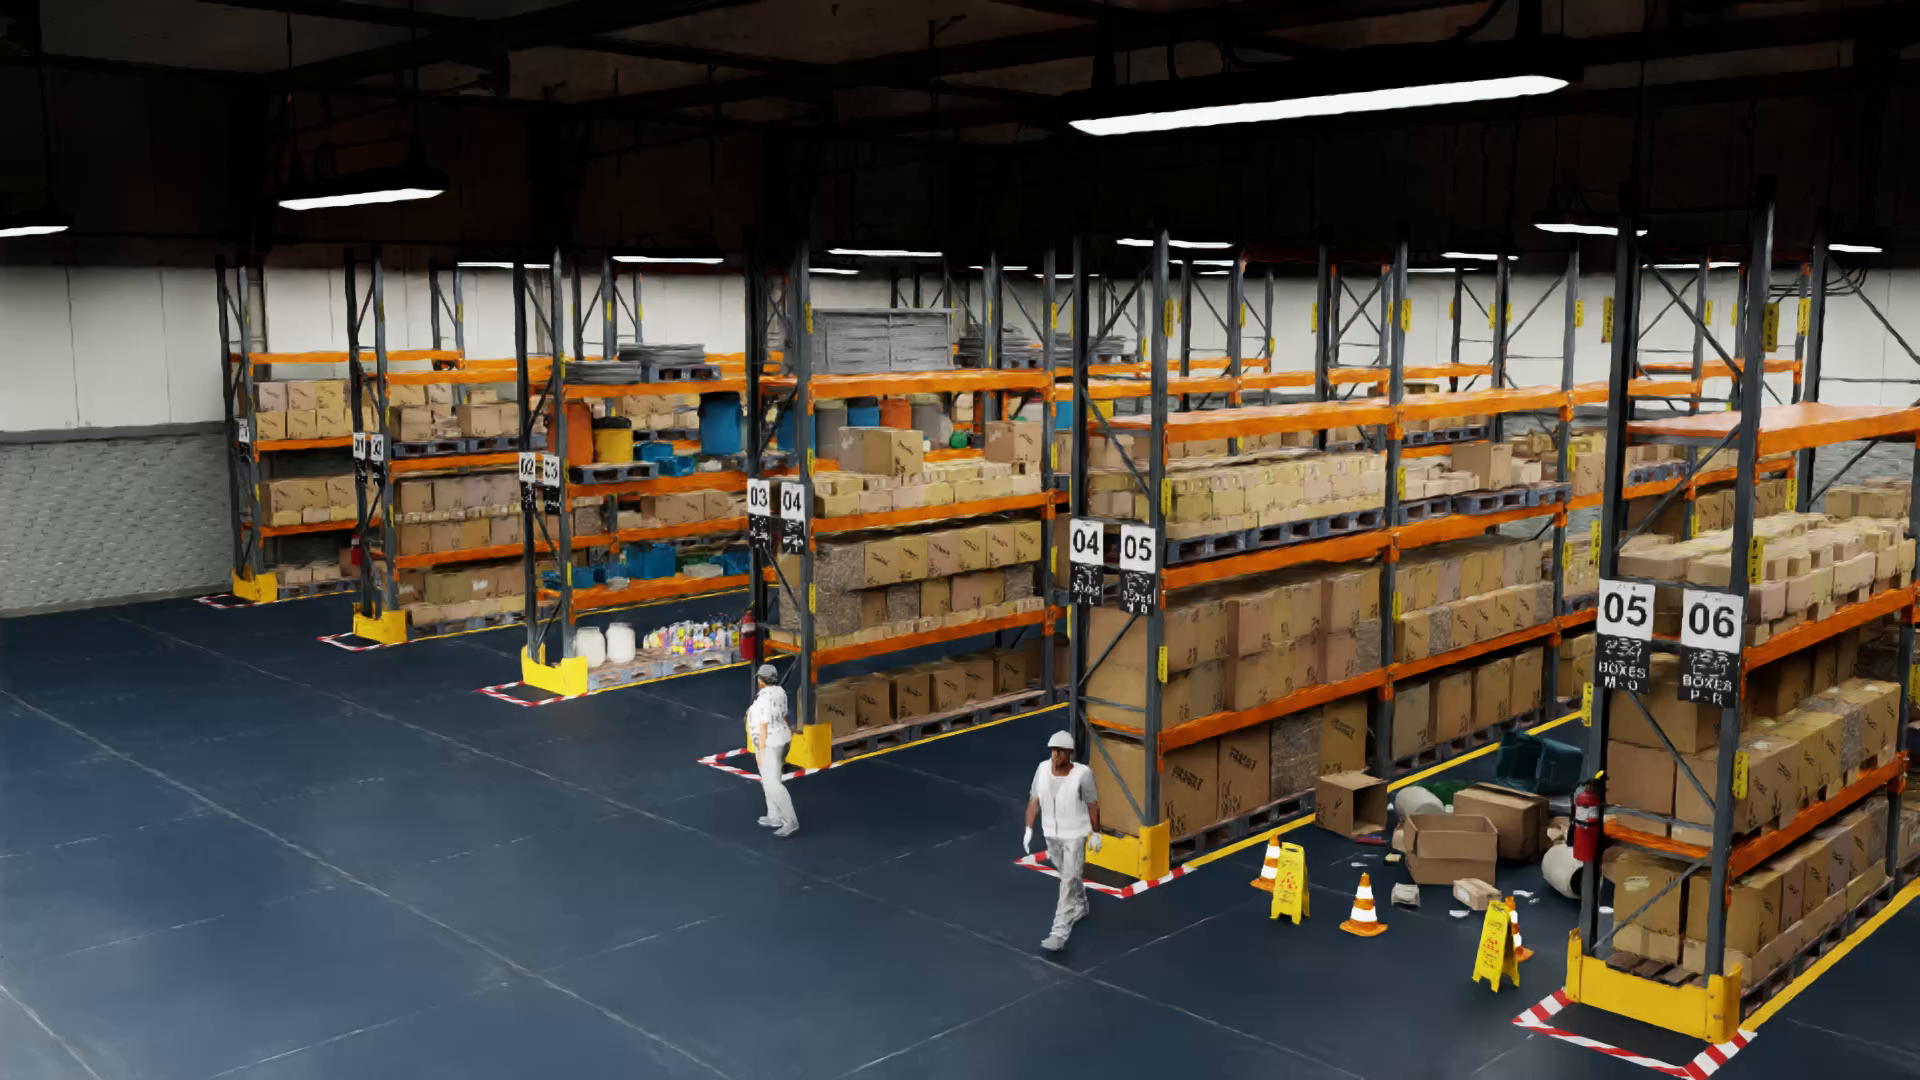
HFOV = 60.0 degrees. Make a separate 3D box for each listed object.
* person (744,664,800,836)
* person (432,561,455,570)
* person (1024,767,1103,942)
[{"bbox_3d":[-1.828,2.049,16.387,0.547,1.652,0.572,3,9,18],"label":"person"},{"bbox_3d":[-9.497,-0.004,30.554,0.377,1.510,0.652,4,9,25],"label":"person"},{"bbox_3d":[0.868,2.501,13.647,0.550,1.398,0.855,6,10,36],"label":"person"}]
